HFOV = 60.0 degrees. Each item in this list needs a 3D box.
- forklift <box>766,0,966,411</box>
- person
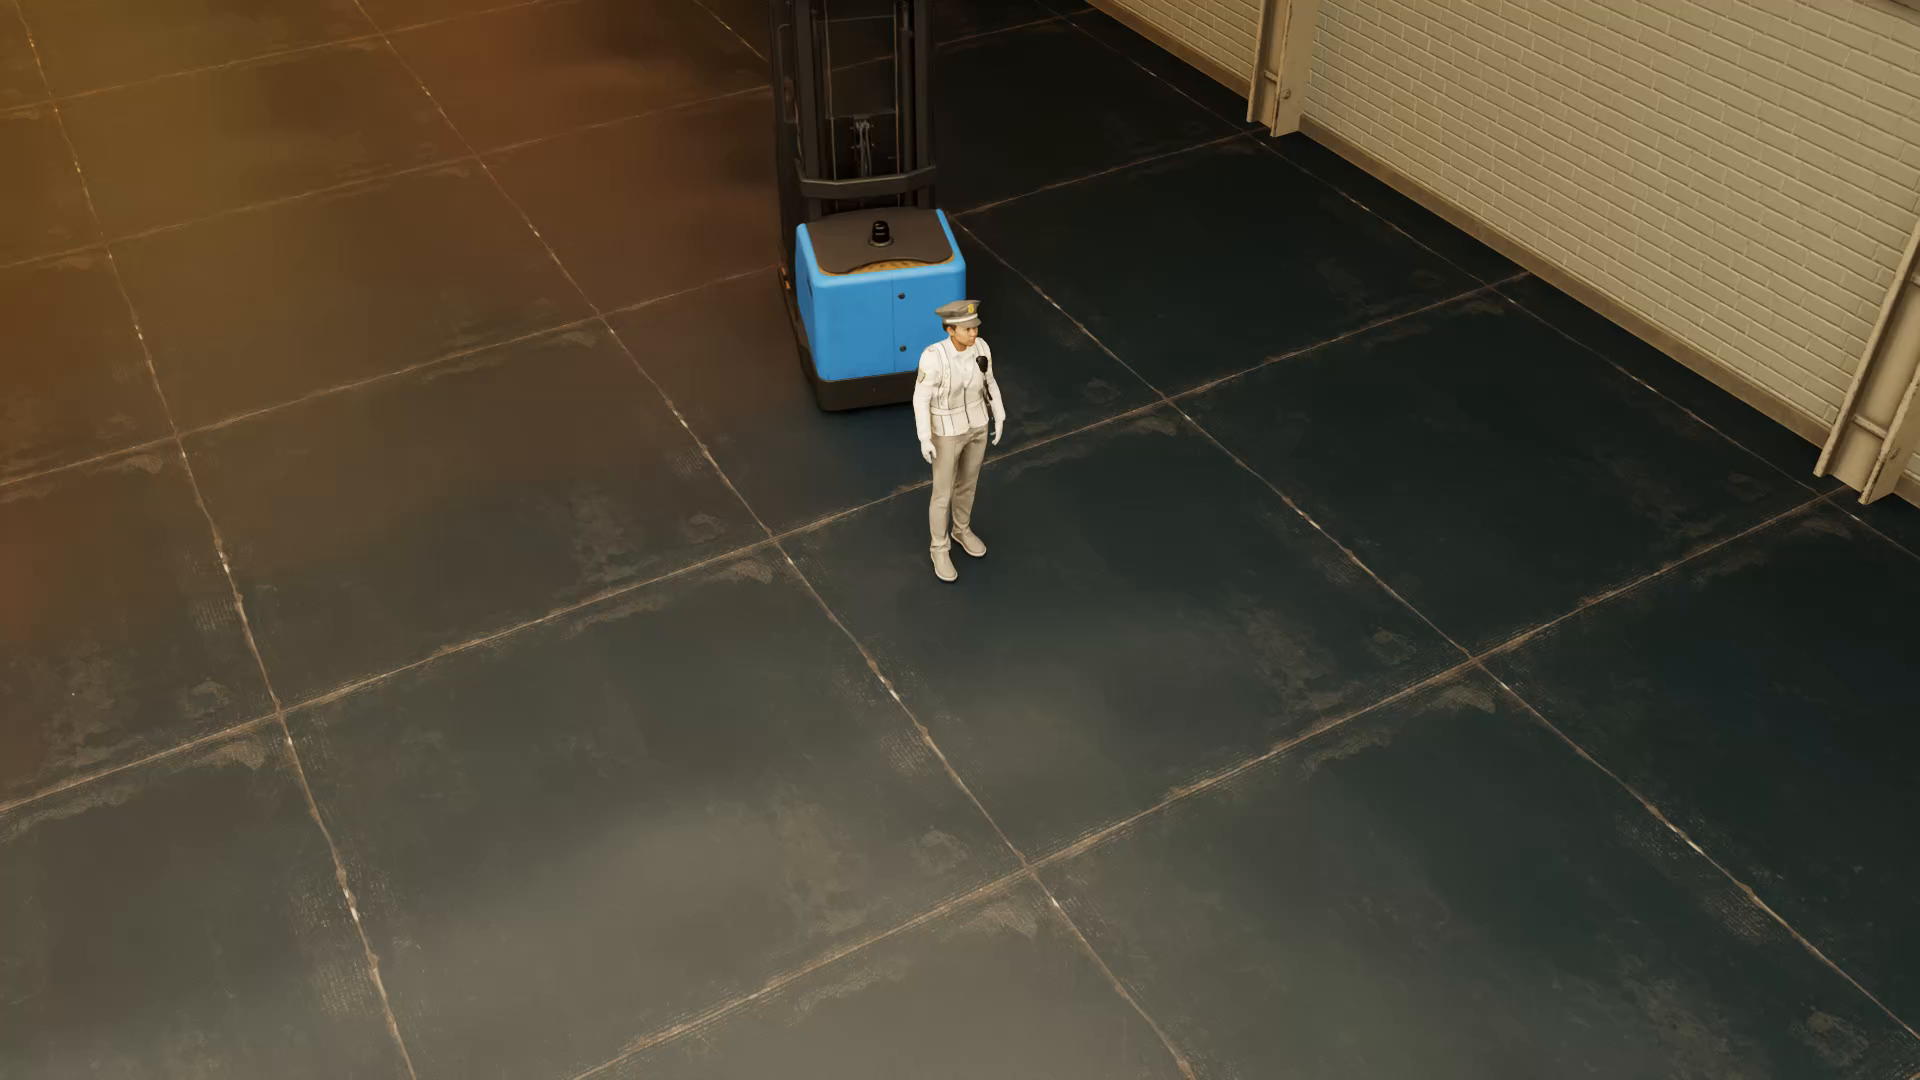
[{"bbox_3d":[-0.762,-2.951,11.593,1.130,2.935,3.031,-8,40,-10],"label":"forklift"},{"bbox_3d":[0.029,-0.618,9.738,0.587,1.695,0.531,-20,44,-23],"label":"person"}]
